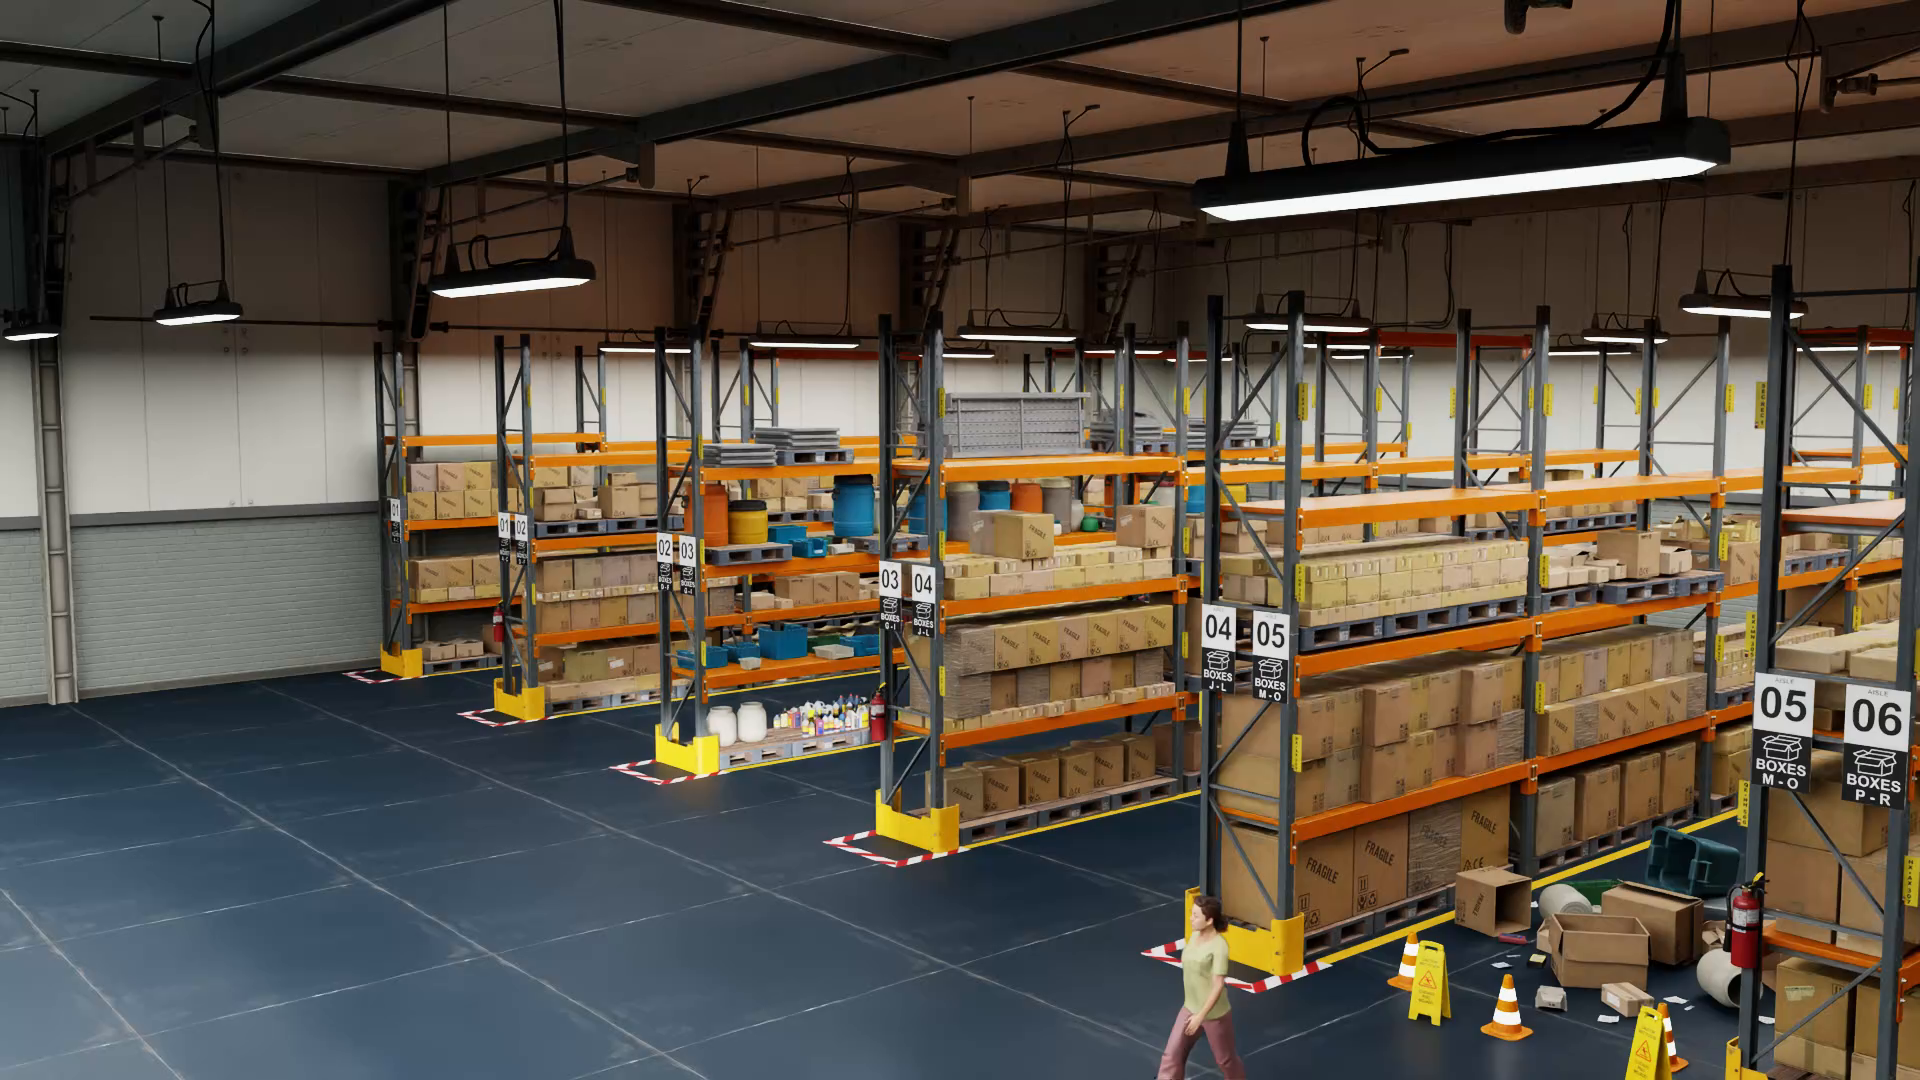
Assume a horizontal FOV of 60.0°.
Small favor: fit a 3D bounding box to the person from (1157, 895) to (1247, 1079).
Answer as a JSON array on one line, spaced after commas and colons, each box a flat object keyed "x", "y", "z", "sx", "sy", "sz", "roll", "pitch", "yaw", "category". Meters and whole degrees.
[{"x": 1.647, "y": 3.282, "z": 11.568, "sx": 0.977, "sy": 1.616, "sz": 0.460, "roll": -3, "pitch": 6, "yaw": -29, "category": "person"}]
